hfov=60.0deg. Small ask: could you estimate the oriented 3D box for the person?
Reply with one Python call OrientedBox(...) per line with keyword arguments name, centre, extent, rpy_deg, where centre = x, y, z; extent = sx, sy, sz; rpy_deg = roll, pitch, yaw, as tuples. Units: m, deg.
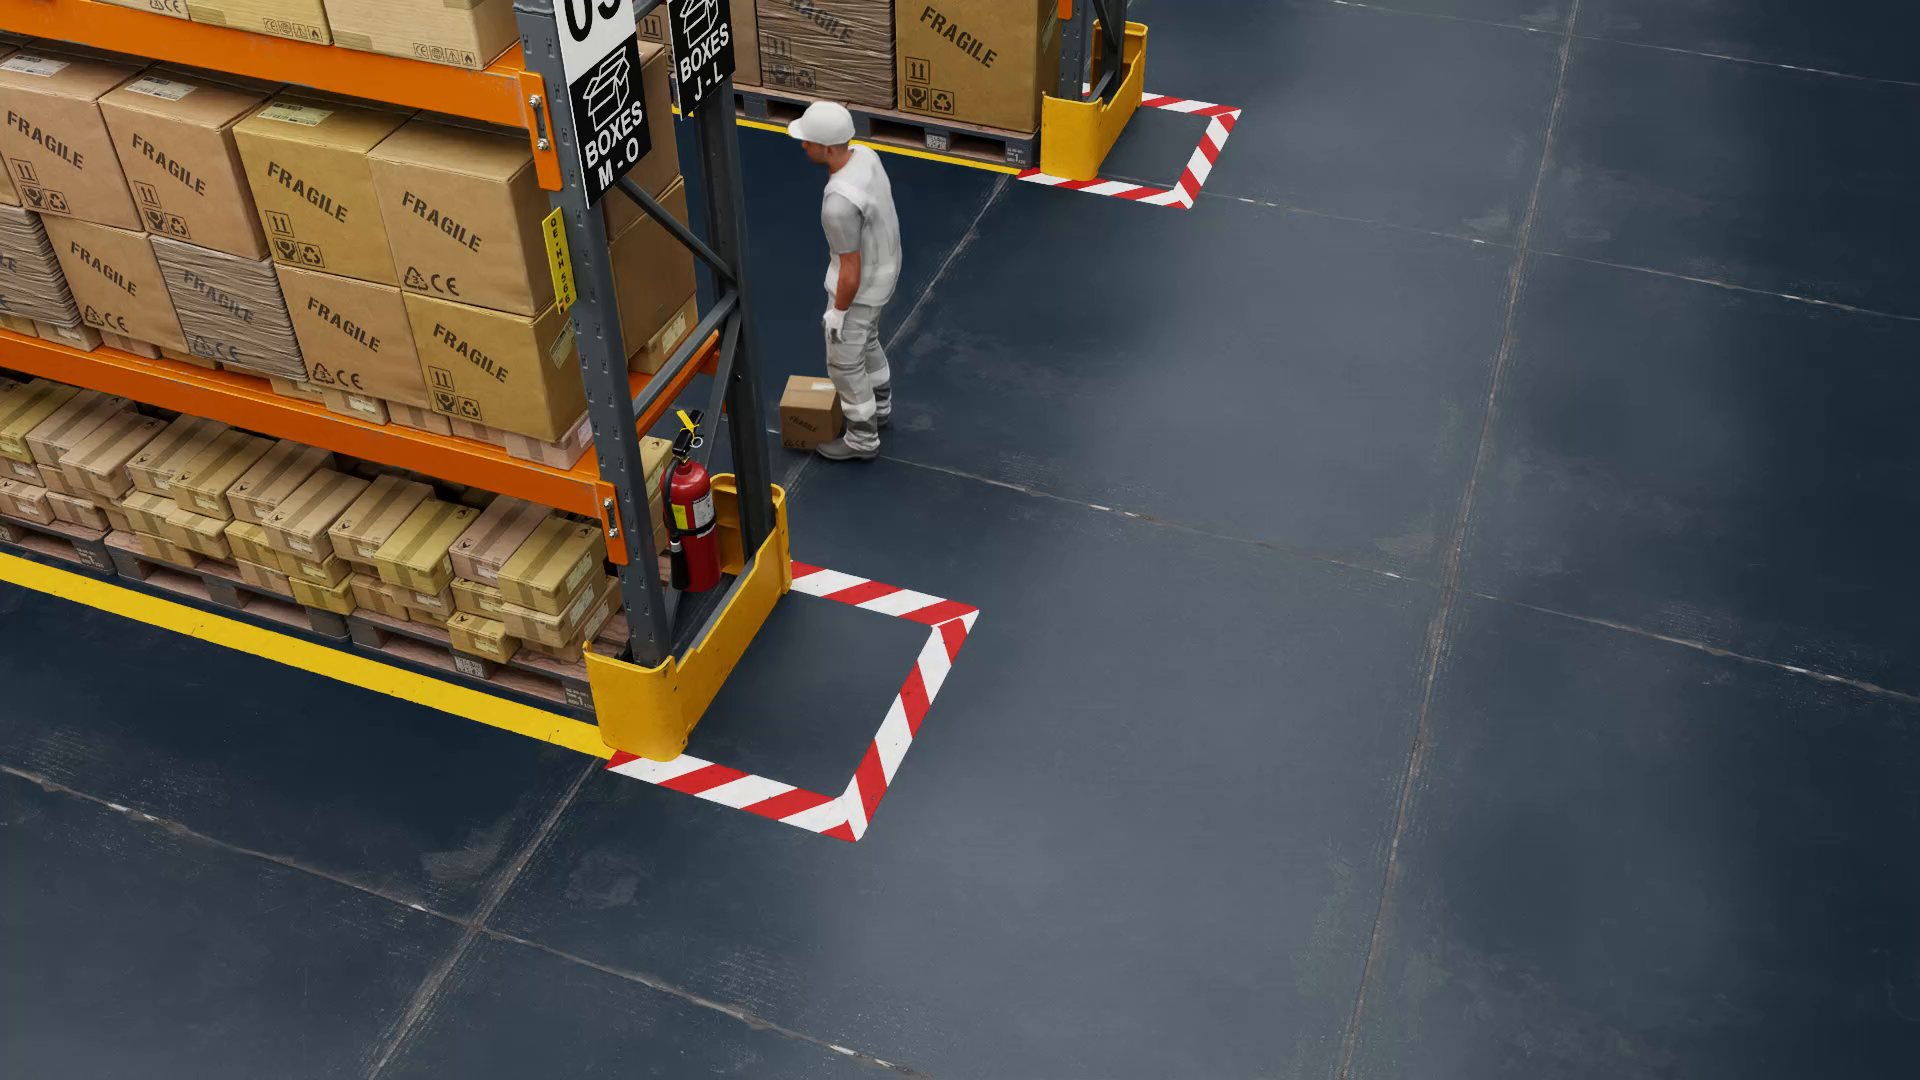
OrientedBox(name="person", centre=(-0.492, -1.147, 7.462), extent=(0.451, 1.778, 0.612), rpy_deg=(7, 42, 7))
